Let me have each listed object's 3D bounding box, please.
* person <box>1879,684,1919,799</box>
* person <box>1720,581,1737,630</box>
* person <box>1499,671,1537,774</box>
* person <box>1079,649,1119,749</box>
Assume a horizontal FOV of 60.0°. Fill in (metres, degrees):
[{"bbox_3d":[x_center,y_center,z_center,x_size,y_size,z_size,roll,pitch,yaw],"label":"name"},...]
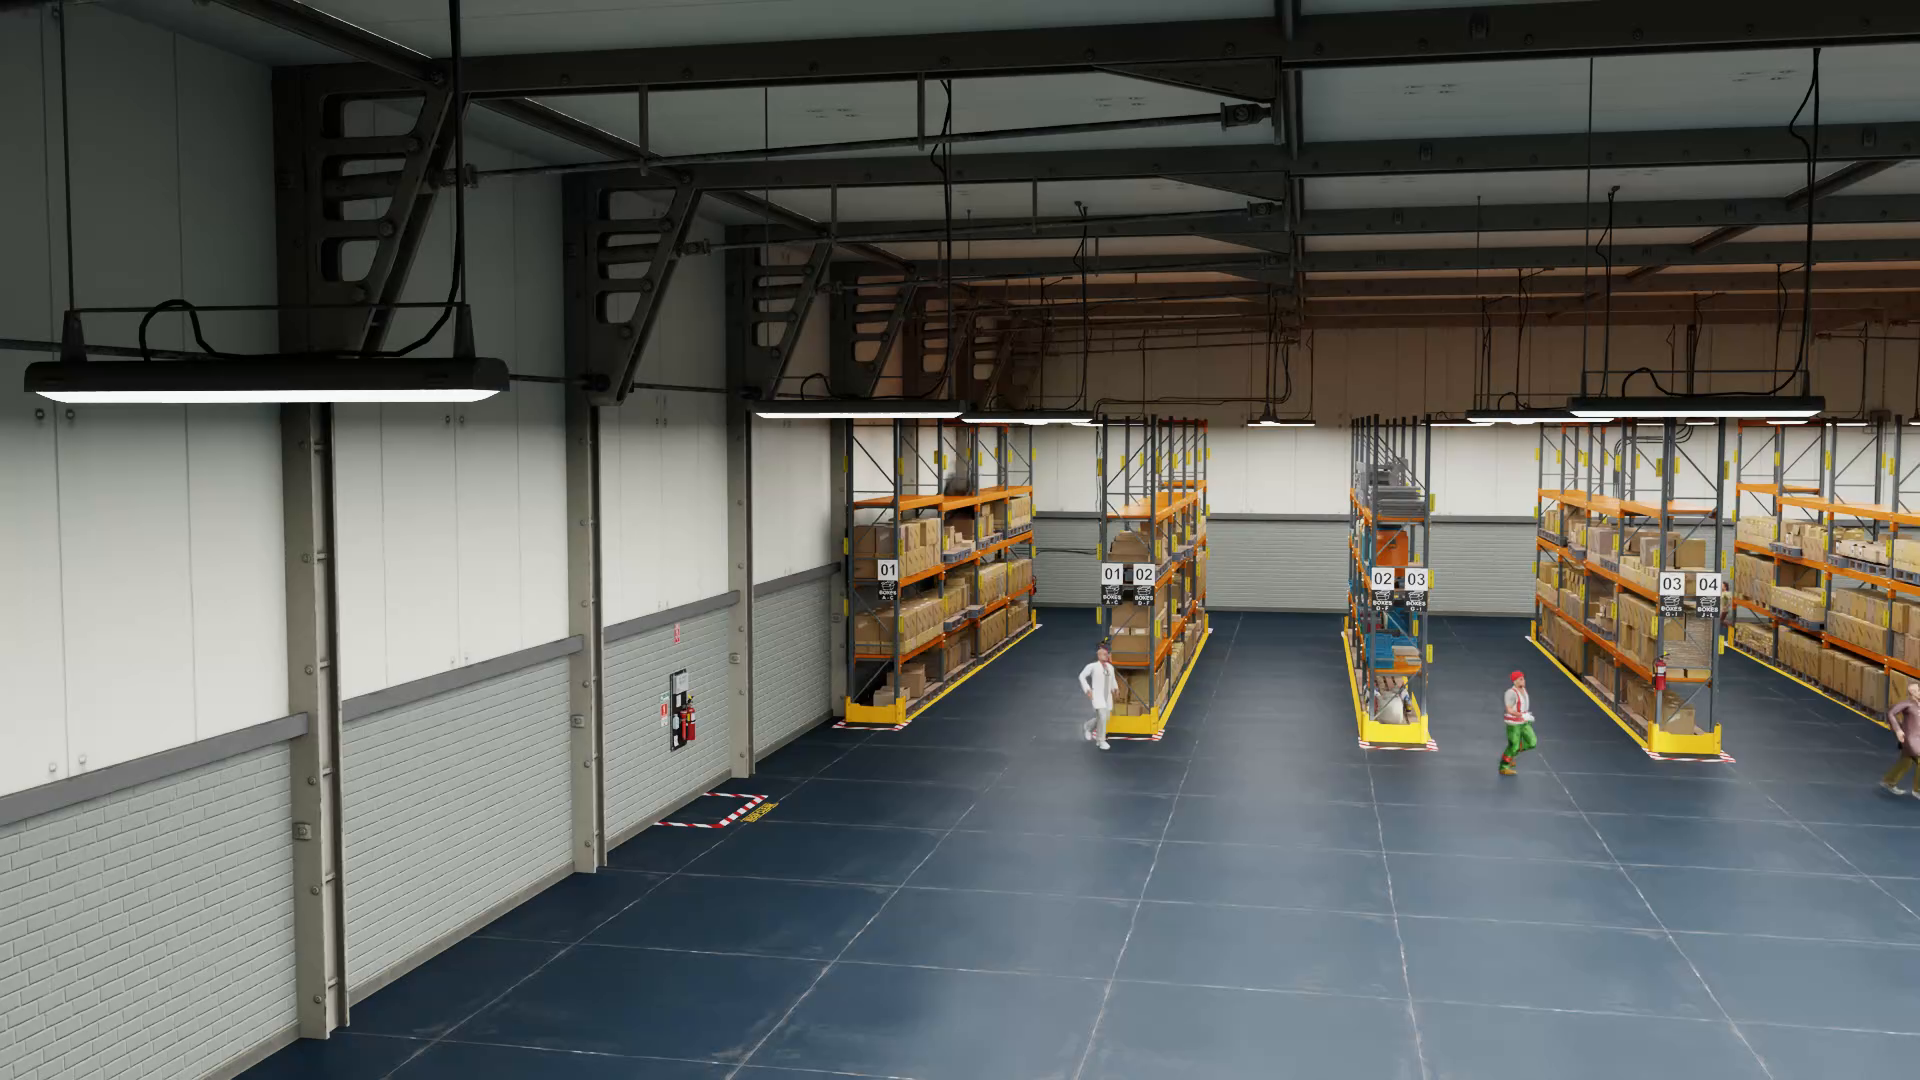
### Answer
[{"bbox_3d":[14.694,3.129,25.710,0.688,1.841,0.872,-3,5,-43],"label":"person"},{"bbox_3d":[20.880,1.907,45.357,0.816,1.588,0.660,0,4,7],"label":"person"},{"bbox_3d":[9.239,3.021,27.414,0.685,1.739,0.679,-3,5,-39],"label":"person"},{"bbox_3d":[2.557,2.961,30.136,0.756,1.552,0.787,-2,5,-33],"label":"person"}]
